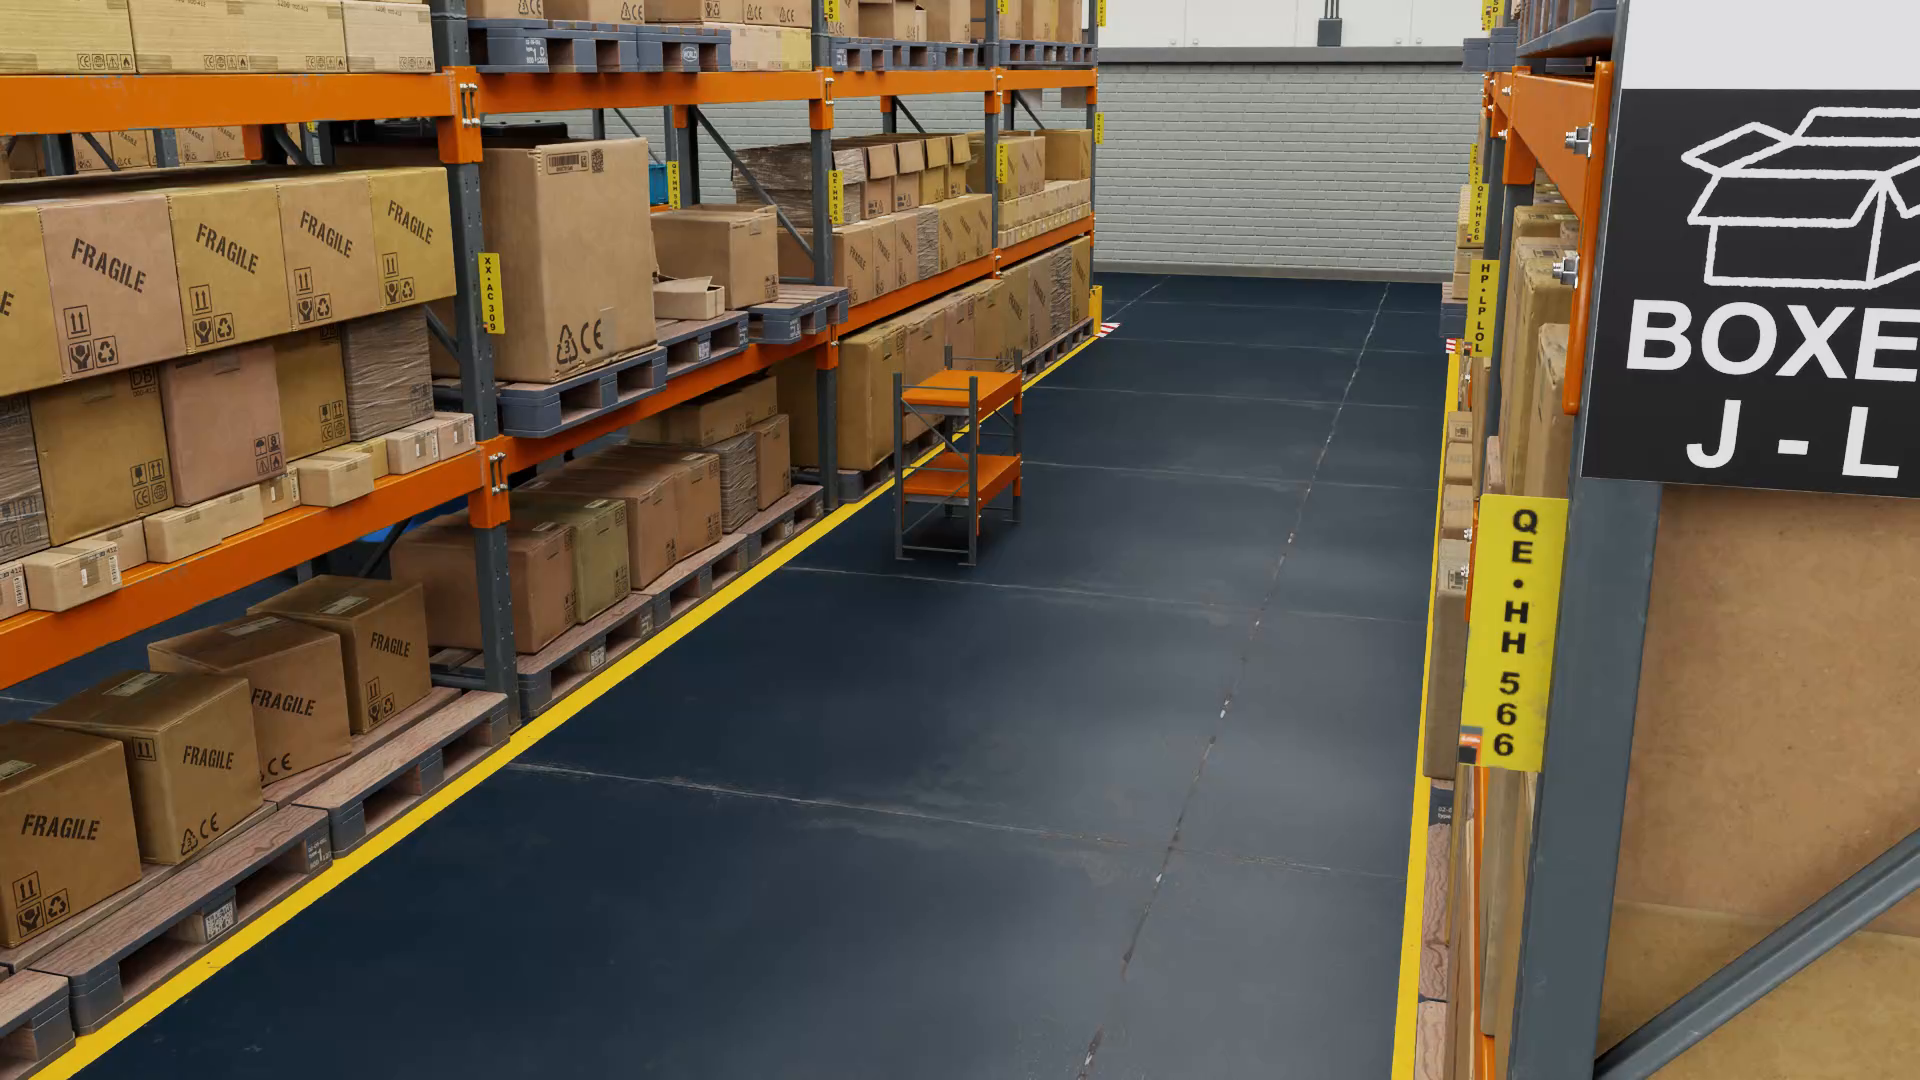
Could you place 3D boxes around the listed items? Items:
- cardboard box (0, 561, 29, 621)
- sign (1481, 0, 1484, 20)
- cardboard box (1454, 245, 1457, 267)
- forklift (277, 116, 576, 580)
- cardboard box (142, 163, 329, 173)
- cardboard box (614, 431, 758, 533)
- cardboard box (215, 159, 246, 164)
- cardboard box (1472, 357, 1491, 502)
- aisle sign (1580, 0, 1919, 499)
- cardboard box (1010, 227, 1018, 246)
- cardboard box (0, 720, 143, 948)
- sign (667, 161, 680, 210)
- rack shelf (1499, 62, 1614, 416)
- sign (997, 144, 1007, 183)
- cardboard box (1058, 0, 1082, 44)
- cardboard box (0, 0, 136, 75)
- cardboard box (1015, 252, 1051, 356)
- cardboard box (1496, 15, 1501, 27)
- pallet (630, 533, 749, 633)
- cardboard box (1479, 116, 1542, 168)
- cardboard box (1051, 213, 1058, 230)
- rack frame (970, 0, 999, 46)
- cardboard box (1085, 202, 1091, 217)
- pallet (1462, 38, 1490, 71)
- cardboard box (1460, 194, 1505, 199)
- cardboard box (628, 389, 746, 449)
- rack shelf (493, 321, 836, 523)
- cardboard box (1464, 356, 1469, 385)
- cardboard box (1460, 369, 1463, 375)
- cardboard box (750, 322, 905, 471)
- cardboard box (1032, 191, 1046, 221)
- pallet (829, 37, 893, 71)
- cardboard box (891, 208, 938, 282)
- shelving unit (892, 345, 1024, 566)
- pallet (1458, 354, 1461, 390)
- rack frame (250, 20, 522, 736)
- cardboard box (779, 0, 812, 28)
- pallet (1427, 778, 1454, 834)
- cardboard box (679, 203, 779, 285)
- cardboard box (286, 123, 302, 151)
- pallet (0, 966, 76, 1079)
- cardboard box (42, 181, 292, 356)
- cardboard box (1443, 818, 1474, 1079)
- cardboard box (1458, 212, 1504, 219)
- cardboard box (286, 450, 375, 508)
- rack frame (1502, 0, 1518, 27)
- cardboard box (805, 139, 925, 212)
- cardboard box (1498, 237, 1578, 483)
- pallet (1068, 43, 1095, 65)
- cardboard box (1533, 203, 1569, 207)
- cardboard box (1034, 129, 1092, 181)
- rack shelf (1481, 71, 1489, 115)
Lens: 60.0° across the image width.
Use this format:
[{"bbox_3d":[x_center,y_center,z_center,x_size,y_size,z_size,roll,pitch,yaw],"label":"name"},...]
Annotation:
[{"bbox_3d":[-2.921,0.152,4.758,0.380,0.149,0.250,5,16,16],"label":"cardboard box"},{"bbox_3d":[5.174,-5.266,16.300,0.100,0.325,0.005,5,16,16],"label":"sign"},{"bbox_3d":[3.199,-1.726,10.064,0.380,0.149,0.250,5,17,18],"label":"cardboard box"},{"bbox_3d":[-3.065,-1.515,10.298,1.130,2.935,3.031,5,17,16],"label":"forklift"},{"bbox_3d":[-2.814,-1.206,6.524,0.500,0.500,0.500,5,16,16],"label":"cardboard box"},{"bbox_3d":[-1.622,-0.365,9.893,0.700,0.500,0.500,3,16,11],"label":"cardboard box"},{"bbox_3d":[-8.686,-4.184,19.402,0.500,0.500,0.500,5,17,16],"label":"cardboard box"},{"bbox_3d":[2.176,-0.426,6.152,0.500,0.500,0.500,5,16,16],"label":"cardboard box"},{"bbox_3d":[0.840,-0.430,1.584,0.394,0.787,0.004,5,16,16],"label":"aisle sign"},{"bbox_3d":[0.309,-2.724,14.898,0.380,0.149,0.250,4,16,14],"label":"cardboard box"},{"bbox_3d":[-3.053,0.932,5.359,0.500,0.500,0.500,6,17,21],"label":"cardboard box"},{"bbox_3d":[-1.839,-2.278,10.741,0.100,0.325,0.005,5,16,16],"label":"sign"},{"bbox_3d":[1.716,-0.795,3.455,1.077,0.370,4.000,5,16,16],"label":"rack shelf"},{"bbox_3d":[0.354,-3.204,14.153,0.100,0.325,0.005,5,16,16],"label":"sign"},{"bbox_3d":[0.871,-5.373,17.141,0.700,0.500,0.500,4,16,13],"label":"cardboard box"},{"bbox_3d":[-2.766,-1.464,4.771,0.500,0.250,0.500,5,17,18],"label":"cardboard box"},{"bbox_3d":[0.351,-2.307,16.089,0.875,0.875,0.875,5,16,16],"label":"cardboard box"},{"bbox_3d":[3.469,-3.060,9.939,0.500,0.500,0.500,5,16,16],"label":"cardboard box"},{"bbox_3d":[-1.878,0.185,9.289,1.003,0.211,1.213,5,16,16],"label":"pallet"},{"bbox_3d":[4.432,-3.130,13.307,0.500,0.500,0.500,4,16,14],"label":"cardboard box"},{"bbox_3d":[0.748,-3.132,16.335,0.380,0.149,0.250,5,17,17],"label":"cardboard box"},{"bbox_3d":[-0.169,-5.611,13.621,1.000,3.000,0.127,5,16,16],"label":"rack frame"},{"bbox_3d":[1.182,-3.532,17.745,0.380,0.149,0.250,5,17,17],"label":"cardboard box"},{"bbox_3d":[3.988,-3.242,11.109,1.213,0.211,1.003,5,16,16],"label":"pallet"},{"bbox_3d":[3.711,-2.342,11.688,0.380,0.149,0.250,4,16,15],"label":"cardboard box"},{"bbox_3d":[-1.608,-0.731,9.811,0.500,0.250,0.500,7,17,22],"label":"cardboard box"},{"bbox_3d":[-1.874,-0.809,9.004,1.077,0.370,4.000,5,16,16],"label":"rack shelf"},{"bbox_3d":[3.796,-1.229,11.601,0.500,0.250,0.500,5,17,18],"label":"cardboard box"},{"bbox_3d":[4.637,-1.544,14.732,0.380,0.149,0.250,5,16,16],"label":"cardboard box"},{"bbox_3d":[-1.090,-1.037,11.614,1.225,0.875,0.875,4,16,13],"label":"cardboard box"},{"bbox_3d":[0.504,-3.164,15.718,0.500,0.250,0.500,5,17,17],"label":"cardboard box"},{"bbox_3d":[-1.174,-3.203,10.975,1.213,0.211,1.003,5,17,18],"label":"pallet"},{"bbox_3d":[-0.476,-2.233,12.521,0.500,0.500,0.500,5,16,16],"label":"cardboard box"},{"bbox_3d":[0.002,-0.543,10.182,0.538,1.125,1.048,5,16,16],"label":"shelving unit"},{"bbox_3d":[5.060,-1.471,15.129,1.003,0.211,1.213,5,16,16],"label":"pallet"},{"bbox_3d":[-2.442,-0.632,7.061,1.000,3.000,0.127,5,16,16],"label":"rack frame"},{"bbox_3d":[-1.201,-3.266,9.750,0.500,0.500,0.500,5,17,17],"label":"cardboard box"},{"bbox_3d":[2.431,0.913,6.724,1.003,0.211,1.213,5,16,16],"label":"pallet"},{"bbox_3d":[-1.421,-1.784,10.170,0.500,0.500,0.500,3,16,9],"label":"cardboard box"},{"bbox_3d":[-8.392,-4.932,20.205,0.500,0.500,0.500,4,16,15],"label":"cardboard box"},{"bbox_3d":[-3.293,1.526,4.561,1.003,0.211,1.213,5,16,16],"label":"pallet"},{"bbox_3d":[-2.590,-0.904,5.457,0.500,0.500,0.500,5,16,16],"label":"cardboard box"},{"bbox_3d":[1.525,1.233,3.610,0.875,0.875,0.875,4,16,15],"label":"cardboard box"},{"bbox_3d":[3.269,-1.933,10.247,0.380,0.149,0.250,5,17,18],"label":"cardboard box"},{"bbox_3d":[-2.395,-0.233,6.113,0.380,0.149,0.250,5,16,16],"label":"cardboard box"},{"bbox_3d":[3.421,-4.154,8.482,1.000,3.000,0.127,5,16,16],"label":"rack frame"},{"bbox_3d":[-0.710,-2.746,12.490,0.797,0.503,0.637,5,17,18],"label":"cardboard box"},{"bbox_3d":[1.816,-0.435,4.113,0.875,0.550,0.550,5,16,16],"label":"cardboard box"},{"bbox_3d":[0.767,-4.977,17.045,1.003,0.211,1.213,5,16,16],"label":"pallet"},{"bbox_3d":[2.564,-1.015,6.396,0.700,0.500,0.500,4,16,15],"label":"cardboard box"},{"bbox_3d":[1.081,-4.055,17.486,0.500,0.500,0.500,5,17,17],"label":"cardboard box"},{"bbox_3d":[5.126,-3.934,14.524,1.077,0.370,4.000,5,16,16],"label":"rack shelf"}]
